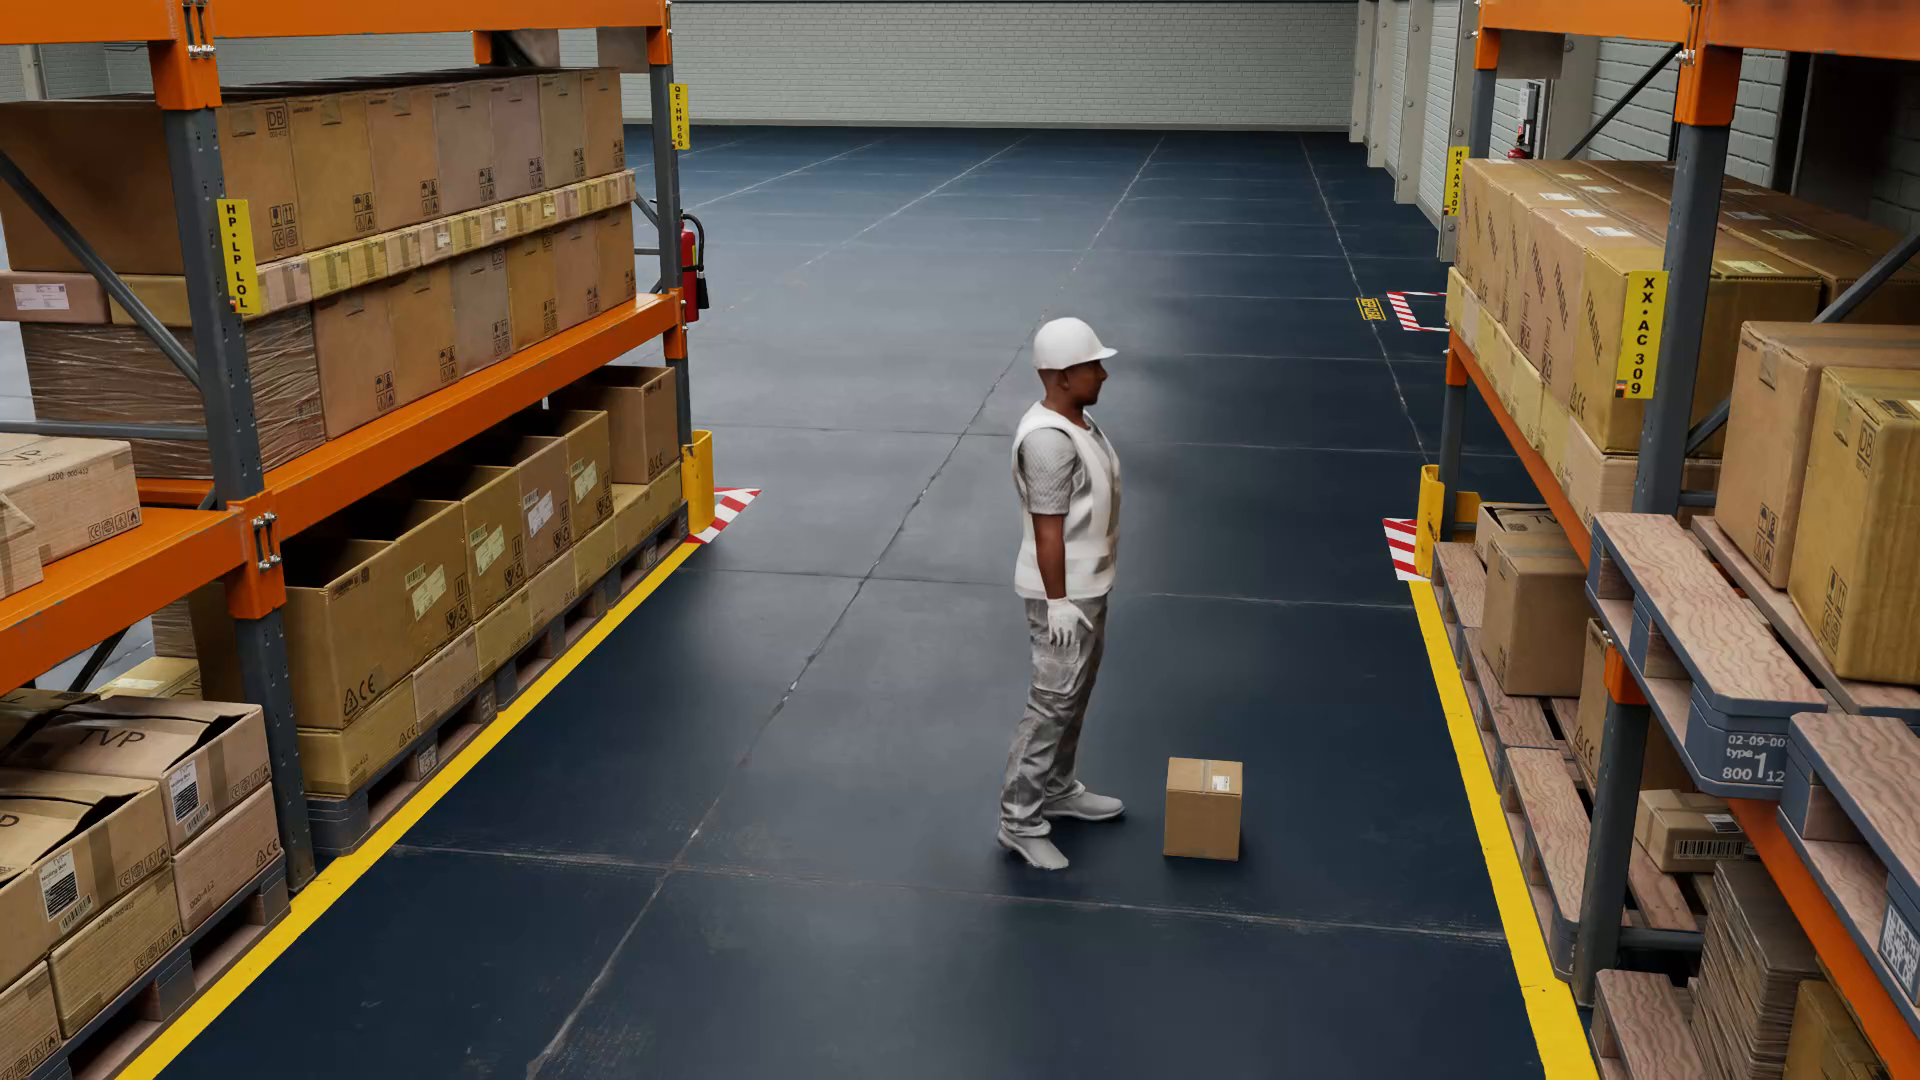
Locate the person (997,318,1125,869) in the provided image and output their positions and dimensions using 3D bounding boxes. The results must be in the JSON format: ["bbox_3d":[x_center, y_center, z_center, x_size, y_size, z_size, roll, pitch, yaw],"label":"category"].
[{"bbox_3d":[0.357,0.181,5.527,0.408,1.837,0.588,3,18,10],"label":"person"}]
